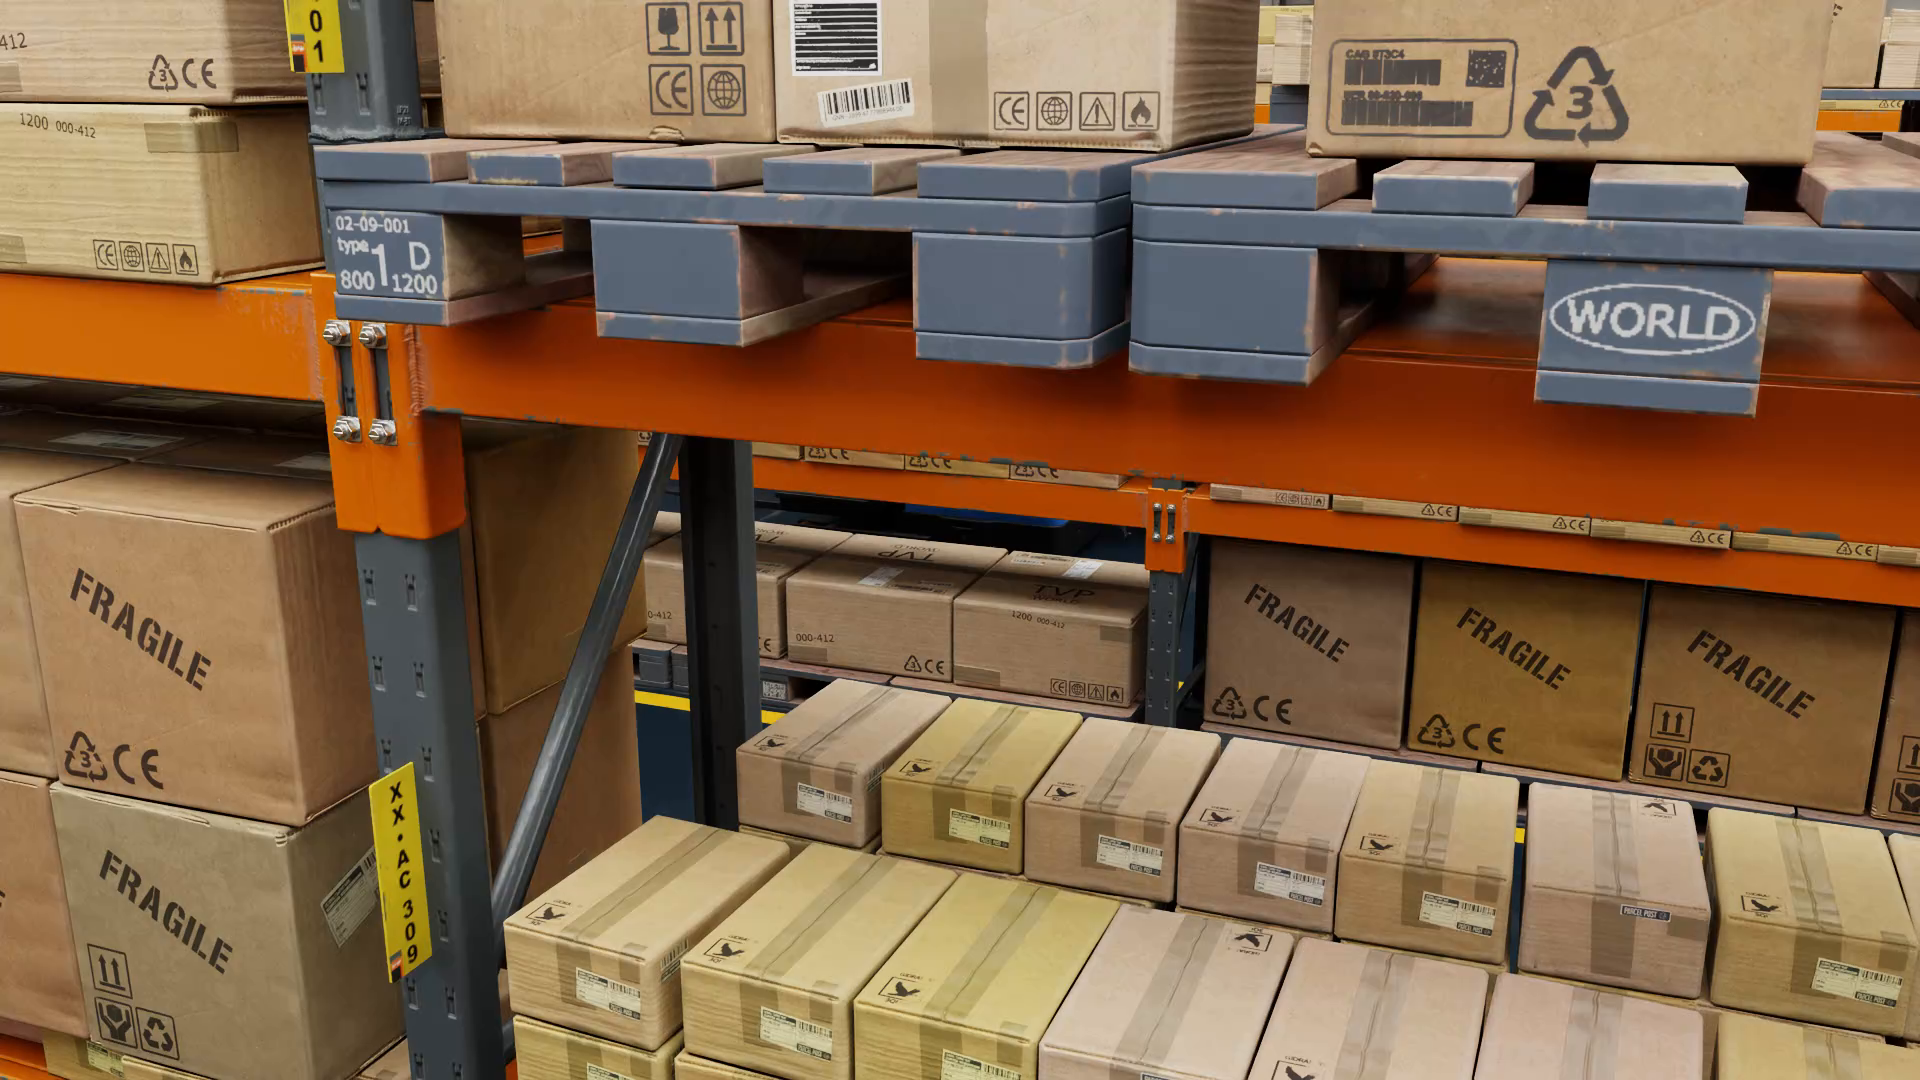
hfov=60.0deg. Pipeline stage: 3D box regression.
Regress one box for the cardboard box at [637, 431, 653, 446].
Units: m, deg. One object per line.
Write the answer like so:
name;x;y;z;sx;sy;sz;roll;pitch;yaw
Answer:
cardboard box;-1.359;-0.750;8.198;0.500;0.500;0.500;6;17;20

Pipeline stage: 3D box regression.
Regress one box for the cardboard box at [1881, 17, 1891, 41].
cardboard box;5.712;-3.126;10.201;0.250;0.149;0.380;6;17;19

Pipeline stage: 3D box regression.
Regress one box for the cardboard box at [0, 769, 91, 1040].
cardboard box;-1.685;0.556;3.166;0.500;0.500;0.500;6;17;19

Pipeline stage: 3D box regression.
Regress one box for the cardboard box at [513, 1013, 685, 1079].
cardboard box;-0.451;0.712;2.504;0.250;0.149;0.380;7;17;22

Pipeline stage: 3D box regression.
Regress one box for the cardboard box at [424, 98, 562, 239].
cardboard box;-0.983;-0.708;3.121;0.500;0.250;0.500;7;18;23

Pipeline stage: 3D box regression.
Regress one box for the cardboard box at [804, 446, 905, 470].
cardboard box;-0.406;-0.646;7.839;0.500;0.500;0.500;6;17;20

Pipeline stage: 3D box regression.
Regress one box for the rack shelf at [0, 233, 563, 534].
rack shelf;-2.510;-0.523;3.506;4.000;0.370;1.077;6;17;21

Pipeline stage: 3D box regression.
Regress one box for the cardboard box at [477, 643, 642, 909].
cardboard box;-1.017;0.469;3.463;0.500;0.500;0.500;6;17;20

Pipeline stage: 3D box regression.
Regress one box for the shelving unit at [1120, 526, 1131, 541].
shelving unit;1.123;-1.013;11.445;0.503;0.431;2.100;-5;61;-20

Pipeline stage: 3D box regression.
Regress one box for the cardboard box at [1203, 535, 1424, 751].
cardboard box;1.679;0.344;7.668;0.875;0.875;0.875;7;18;22

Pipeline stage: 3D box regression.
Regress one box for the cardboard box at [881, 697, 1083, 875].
cardboard box;0.046;0.427;2.952;0.250;0.149;0.380;6;17;19

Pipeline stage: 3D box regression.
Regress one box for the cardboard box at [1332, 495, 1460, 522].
cardboard box;1.868;-0.280;7.026;0.500;0.250;0.500;6;17;19

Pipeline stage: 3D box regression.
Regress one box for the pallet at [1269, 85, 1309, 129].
pallet;1.944;-1.785;6.907;1.217;0.209;0.805;6;17;18

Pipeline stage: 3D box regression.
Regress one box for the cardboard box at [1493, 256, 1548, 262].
cardboard box;2.529;-0.957;7.119;0.500;0.500;0.500;7;18;22

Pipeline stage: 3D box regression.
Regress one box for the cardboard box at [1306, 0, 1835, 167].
cardboard box;0.740;-0.723;1.966;0.637;0.503;0.797;6;17;20

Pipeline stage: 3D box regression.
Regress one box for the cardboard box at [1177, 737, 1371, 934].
cardboard box;0.530;0.481;2.767;0.250;0.149;0.380;6;17;20

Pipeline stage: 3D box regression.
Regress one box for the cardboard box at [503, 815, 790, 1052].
cardboard box;-0.451;0.569;2.463;0.250;0.149;0.380;7;18;23

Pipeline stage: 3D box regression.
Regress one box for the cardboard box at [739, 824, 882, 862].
cardboard box;-0.206;0.542;3.090;0.250;0.149;0.380;7;18;22

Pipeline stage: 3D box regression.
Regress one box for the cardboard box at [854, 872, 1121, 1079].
cardboard box;0.048;0.623;2.278;0.250;0.149;0.380;6;17;21

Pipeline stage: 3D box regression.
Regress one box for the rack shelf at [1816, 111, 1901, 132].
rack shelf;4.751;-2.696;10.990;4.000;0.370;1.077;6;17;21

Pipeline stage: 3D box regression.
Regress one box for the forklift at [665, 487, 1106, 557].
forklift;-0.585;-1.473;10.989;3.031;2.935;1.130;6;17;21

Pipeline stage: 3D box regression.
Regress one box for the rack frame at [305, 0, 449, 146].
rack frame;-0.649;-2.105;2.283;0.127;3.000;1.000;6;17;21

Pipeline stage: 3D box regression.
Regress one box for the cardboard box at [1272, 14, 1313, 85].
cardboard box;1.410;-1.954;6.630;0.258;0.266;0.396;6;17;20

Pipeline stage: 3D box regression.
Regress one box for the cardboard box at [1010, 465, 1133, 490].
cardboard box;0.548;-0.547;7.498;0.500;0.500;0.500;6;17;21

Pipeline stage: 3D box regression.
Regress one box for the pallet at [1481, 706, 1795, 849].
pallet;2.957;1.005;7.333;1.213;0.211;1.003;6;17;21

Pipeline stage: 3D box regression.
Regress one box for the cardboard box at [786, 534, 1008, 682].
cardboard box;-0.305;0.327;8.508;0.875;0.438;0.875;6;17;19

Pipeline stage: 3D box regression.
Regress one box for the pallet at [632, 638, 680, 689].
pallet;-1.875;0.474;9.163;1.213;0.211;1.003;6;17;21

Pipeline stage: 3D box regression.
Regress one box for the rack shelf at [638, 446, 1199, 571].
rack shelf;-0.787;-0.377;8.382;4.000;0.370;1.077;6;17;21

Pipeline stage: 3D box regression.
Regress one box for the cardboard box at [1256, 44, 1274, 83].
cardboard box;2.350;-3.301;11.520;0.500;0.250;0.500;6;17;21

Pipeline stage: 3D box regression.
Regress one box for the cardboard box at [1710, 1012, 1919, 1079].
cardboard box;1.004;0.728;1.916;0.250;0.149;0.380;7;18;22

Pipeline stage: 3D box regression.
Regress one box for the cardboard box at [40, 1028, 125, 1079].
cardboard box;-1.507;0.888;3.187;0.250;0.149;0.380;7;18;23

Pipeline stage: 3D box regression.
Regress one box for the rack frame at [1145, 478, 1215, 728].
rack frame;1.073;-0.518;7.577;0.127;3.000;1.000;6;17;21

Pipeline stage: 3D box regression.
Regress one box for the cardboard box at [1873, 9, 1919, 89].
cardboard box;3.385;-1.736;5.882;0.258;0.266;0.396;6;17;19

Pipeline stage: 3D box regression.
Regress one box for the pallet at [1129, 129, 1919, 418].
pallet;0.852;-0.378;2.052;1.003;0.211;1.213;6;17;21

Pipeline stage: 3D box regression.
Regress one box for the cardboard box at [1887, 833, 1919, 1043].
cardboard box;1.490;0.587;2.401;0.250;0.149;0.380;7;18;22

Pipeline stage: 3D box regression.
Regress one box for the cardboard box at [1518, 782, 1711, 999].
cardboard box;1.008;0.534;2.586;0.250;0.149;0.380;5;17;18

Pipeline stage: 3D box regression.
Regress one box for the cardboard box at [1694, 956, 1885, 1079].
cardboard box;1.245;0.702;2.539;0.250;0.149;0.380;7;18;23

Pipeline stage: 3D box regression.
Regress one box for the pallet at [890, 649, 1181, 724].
pallet;0.394;0.723;8.304;1.213;0.211;1.003;6;17;21

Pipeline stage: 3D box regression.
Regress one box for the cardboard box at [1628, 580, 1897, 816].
cardboard box;3.354;0.526;7.041;0.875;0.875;0.875;7;17;21

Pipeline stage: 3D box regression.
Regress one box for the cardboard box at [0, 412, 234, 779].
cardboard box;-1.668;0.076;3.026;0.500;0.500;0.500;6;17;19

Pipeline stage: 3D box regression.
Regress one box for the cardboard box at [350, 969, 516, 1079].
cardboard box;-1.001;0.928;3.046;0.250;0.149;0.380;6;17;20

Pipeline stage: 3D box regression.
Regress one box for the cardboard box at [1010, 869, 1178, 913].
cardboard box;0.269;0.595;2.909;0.250;0.149;0.380;7;18;23

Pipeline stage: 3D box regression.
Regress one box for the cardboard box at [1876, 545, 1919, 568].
cardboard box;3.747;-0.069;6.301;0.500;0.250;0.500;7;17;22

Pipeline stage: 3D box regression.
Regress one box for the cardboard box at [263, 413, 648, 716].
cardboard box;-0.979;-0.004;3.301;0.500;0.500;0.500;7;17;22

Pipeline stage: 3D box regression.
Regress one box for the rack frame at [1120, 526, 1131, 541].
rack frame;0.894;-0.992;11.364;0.015;0.400;2.100;-5;61;-20

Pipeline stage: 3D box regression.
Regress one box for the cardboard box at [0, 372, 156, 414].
cardboard box;-1.925;-0.113;3.675;0.500;0.500;0.500;7;17;22

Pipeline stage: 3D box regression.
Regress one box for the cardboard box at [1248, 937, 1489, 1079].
cardboard box;0.517;0.675;2.098;0.250;0.149;0.380;6;17;20

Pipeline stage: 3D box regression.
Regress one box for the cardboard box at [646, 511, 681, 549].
cardboard box;-1.997;0.143;9.142;0.875;0.438;0.875;6;17;19

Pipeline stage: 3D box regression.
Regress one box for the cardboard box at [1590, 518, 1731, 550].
cardboard box;2.800;-0.170;6.647;0.500;0.250;0.500;6;17;20

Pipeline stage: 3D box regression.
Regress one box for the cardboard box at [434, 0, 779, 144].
cardboard box;-0.337;-0.847;2.397;0.500;0.500;0.700;6;17;21

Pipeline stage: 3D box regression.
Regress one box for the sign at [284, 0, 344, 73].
sign;-0.841;-0.771;2.141;0.005;0.325;0.100;6;17;21

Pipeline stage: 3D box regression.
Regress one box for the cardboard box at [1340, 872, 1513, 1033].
cardboard box;0.766;0.649;2.723;0.250;0.149;0.380;5;17;18

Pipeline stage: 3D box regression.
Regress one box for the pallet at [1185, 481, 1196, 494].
pallet;2.252;-0.537;12.644;1.213;0.211;1.003;6;17;21
